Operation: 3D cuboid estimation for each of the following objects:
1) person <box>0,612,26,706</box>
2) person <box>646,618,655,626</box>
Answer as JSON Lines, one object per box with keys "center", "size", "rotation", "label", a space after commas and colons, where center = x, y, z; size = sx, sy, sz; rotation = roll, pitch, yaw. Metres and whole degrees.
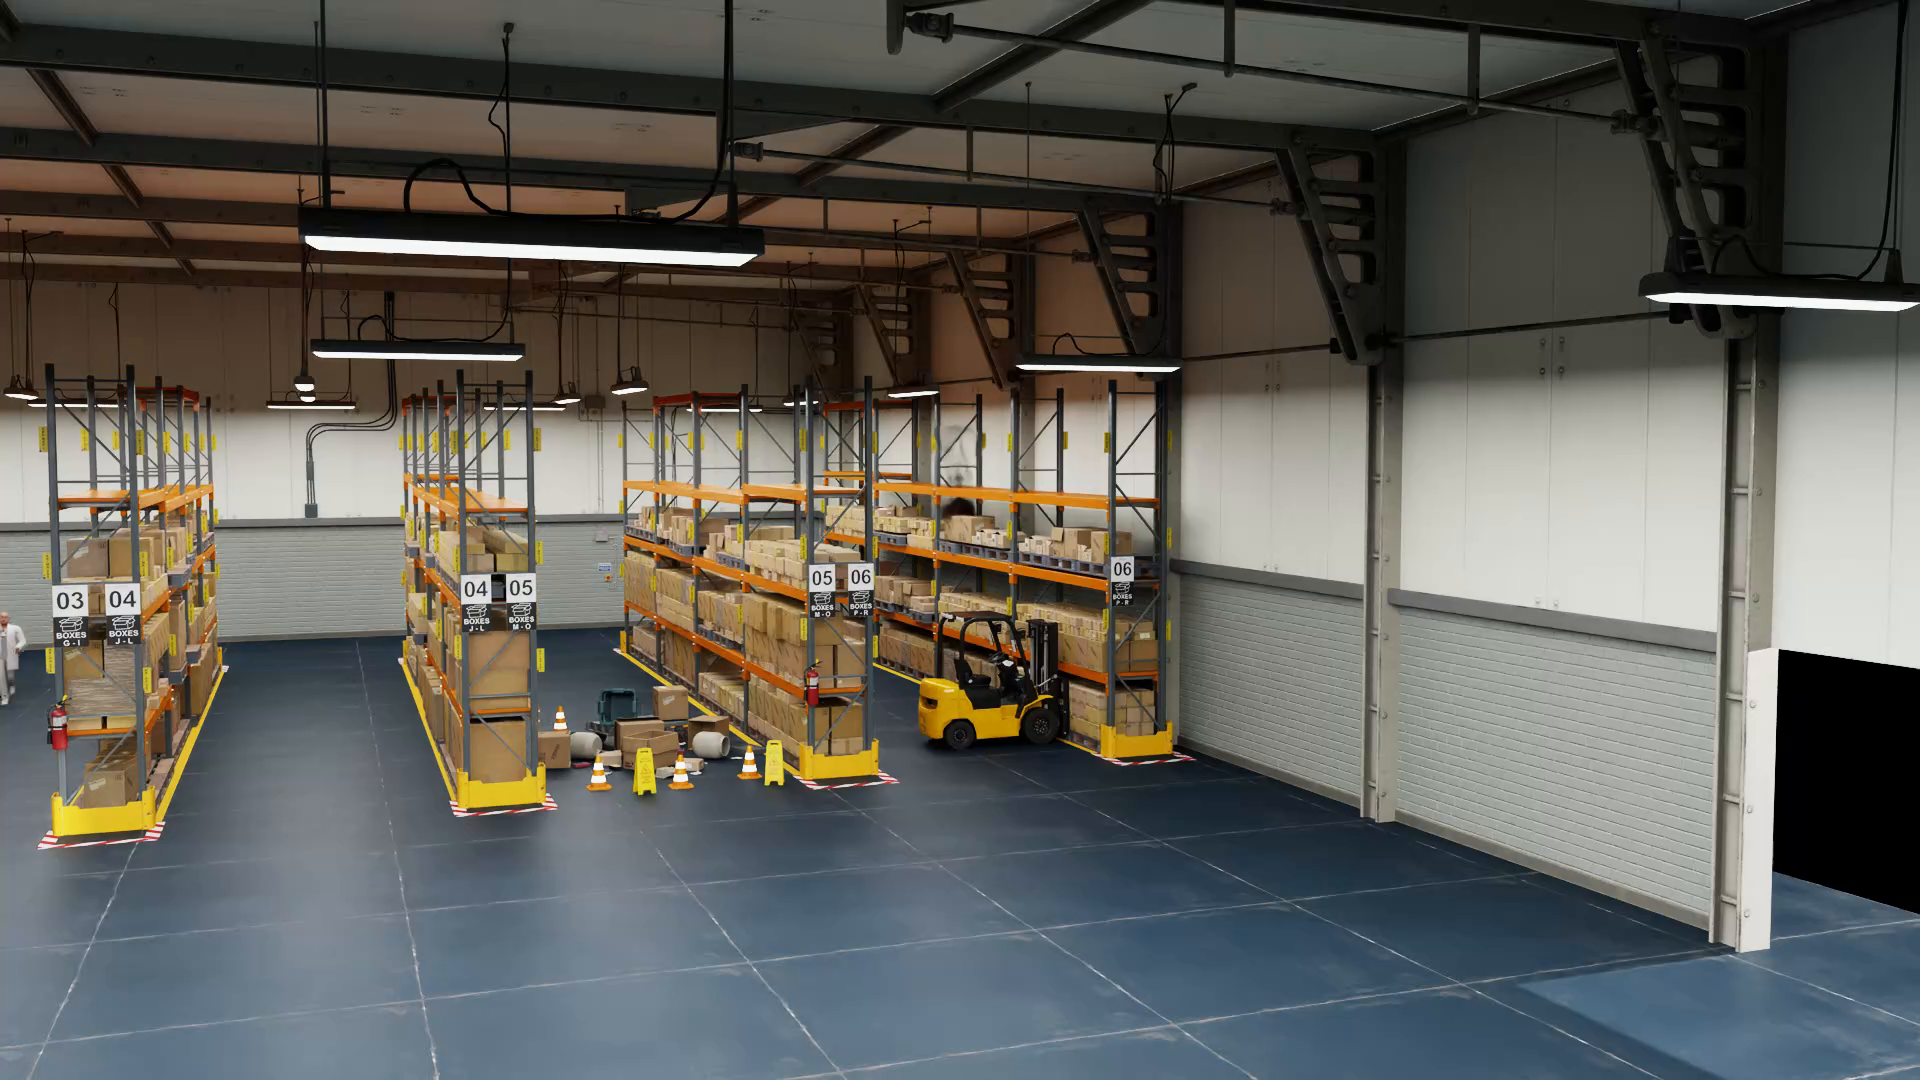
{"center": [-18.388, 2.268, 32.010], "size": [0.711, 1.765, 0.880], "rotation": [-2, 4, -24], "label": "person"}
{"center": [-7.517, 1.807, 40.988], "size": [0.473, 1.639, 0.619], "rotation": [1, 3, 10], "label": "person"}
